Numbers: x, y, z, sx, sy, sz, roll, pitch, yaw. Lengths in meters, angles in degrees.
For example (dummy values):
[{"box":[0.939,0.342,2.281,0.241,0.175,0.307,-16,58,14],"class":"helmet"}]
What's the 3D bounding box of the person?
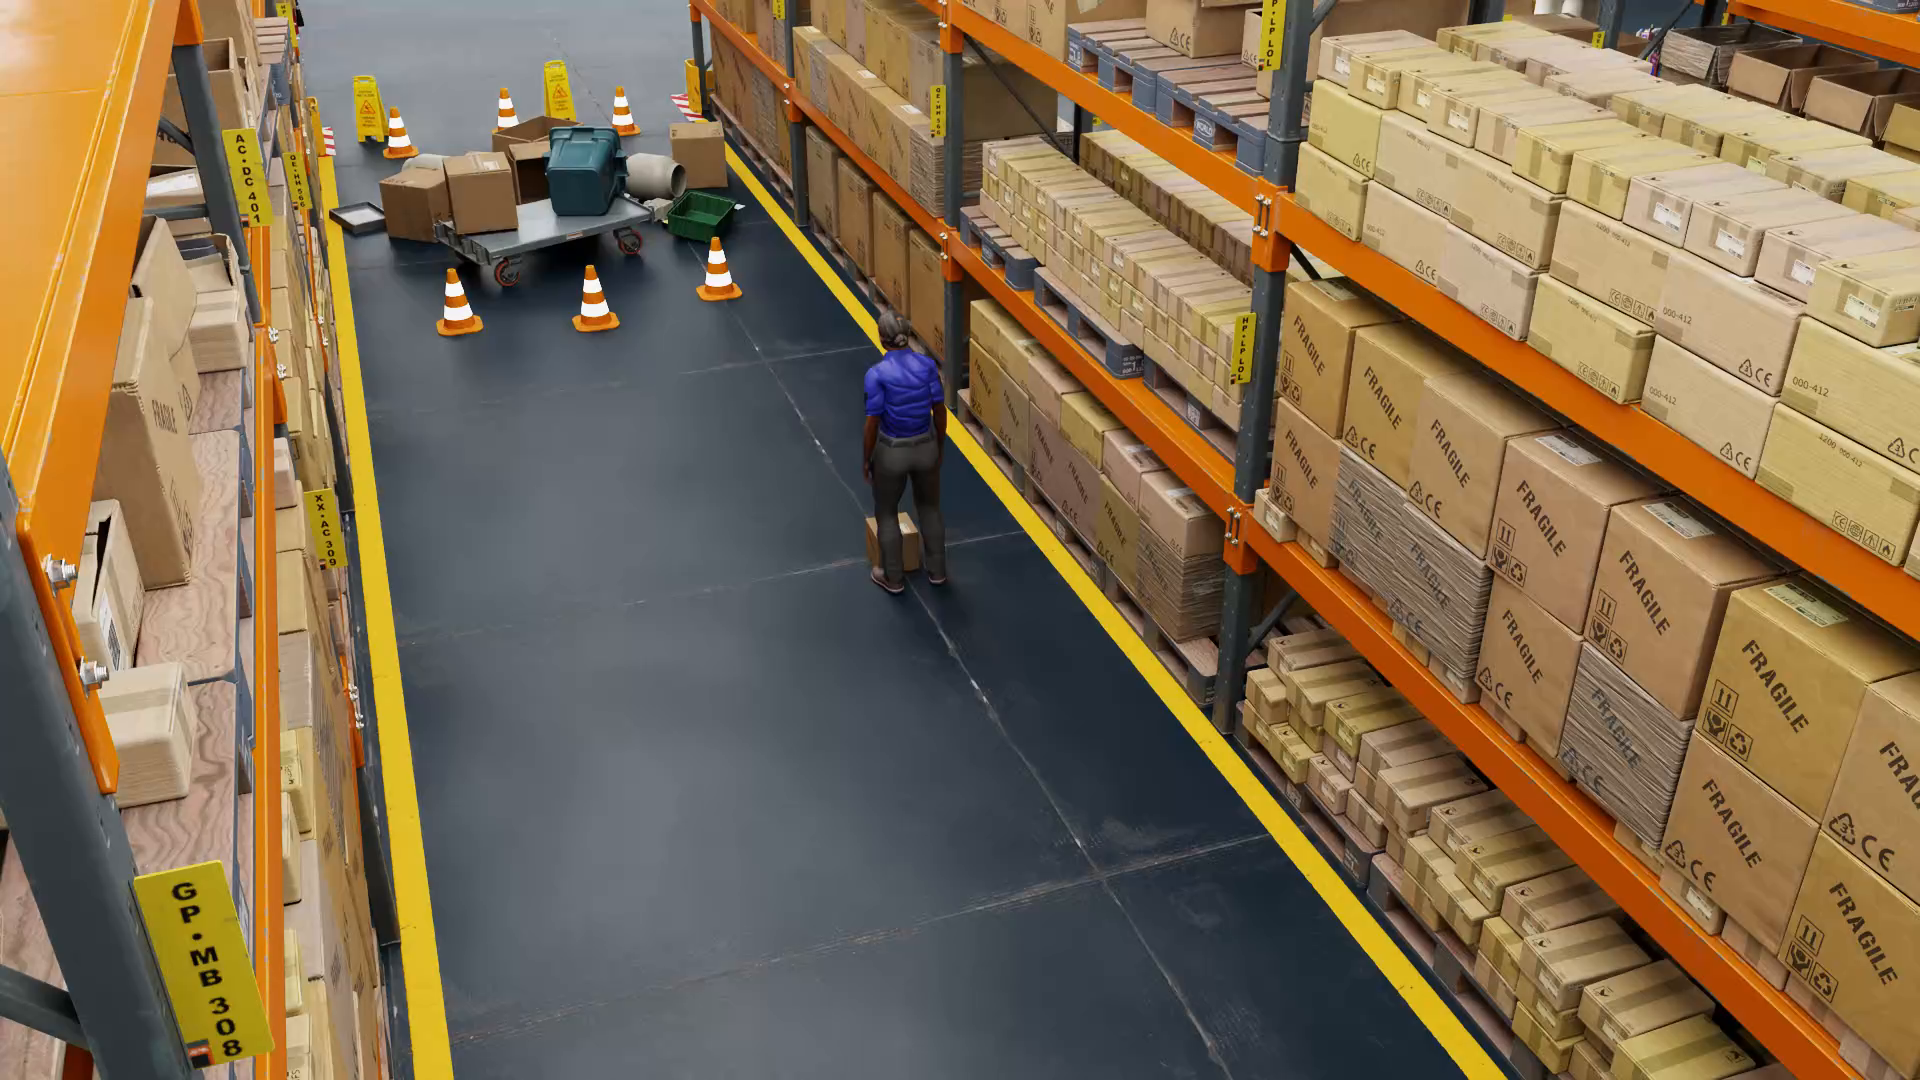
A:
[{"box":[-0.299,-0.476,9.168,0.521,1.653,0.348,-12,32,-20],"class":"person"}]
